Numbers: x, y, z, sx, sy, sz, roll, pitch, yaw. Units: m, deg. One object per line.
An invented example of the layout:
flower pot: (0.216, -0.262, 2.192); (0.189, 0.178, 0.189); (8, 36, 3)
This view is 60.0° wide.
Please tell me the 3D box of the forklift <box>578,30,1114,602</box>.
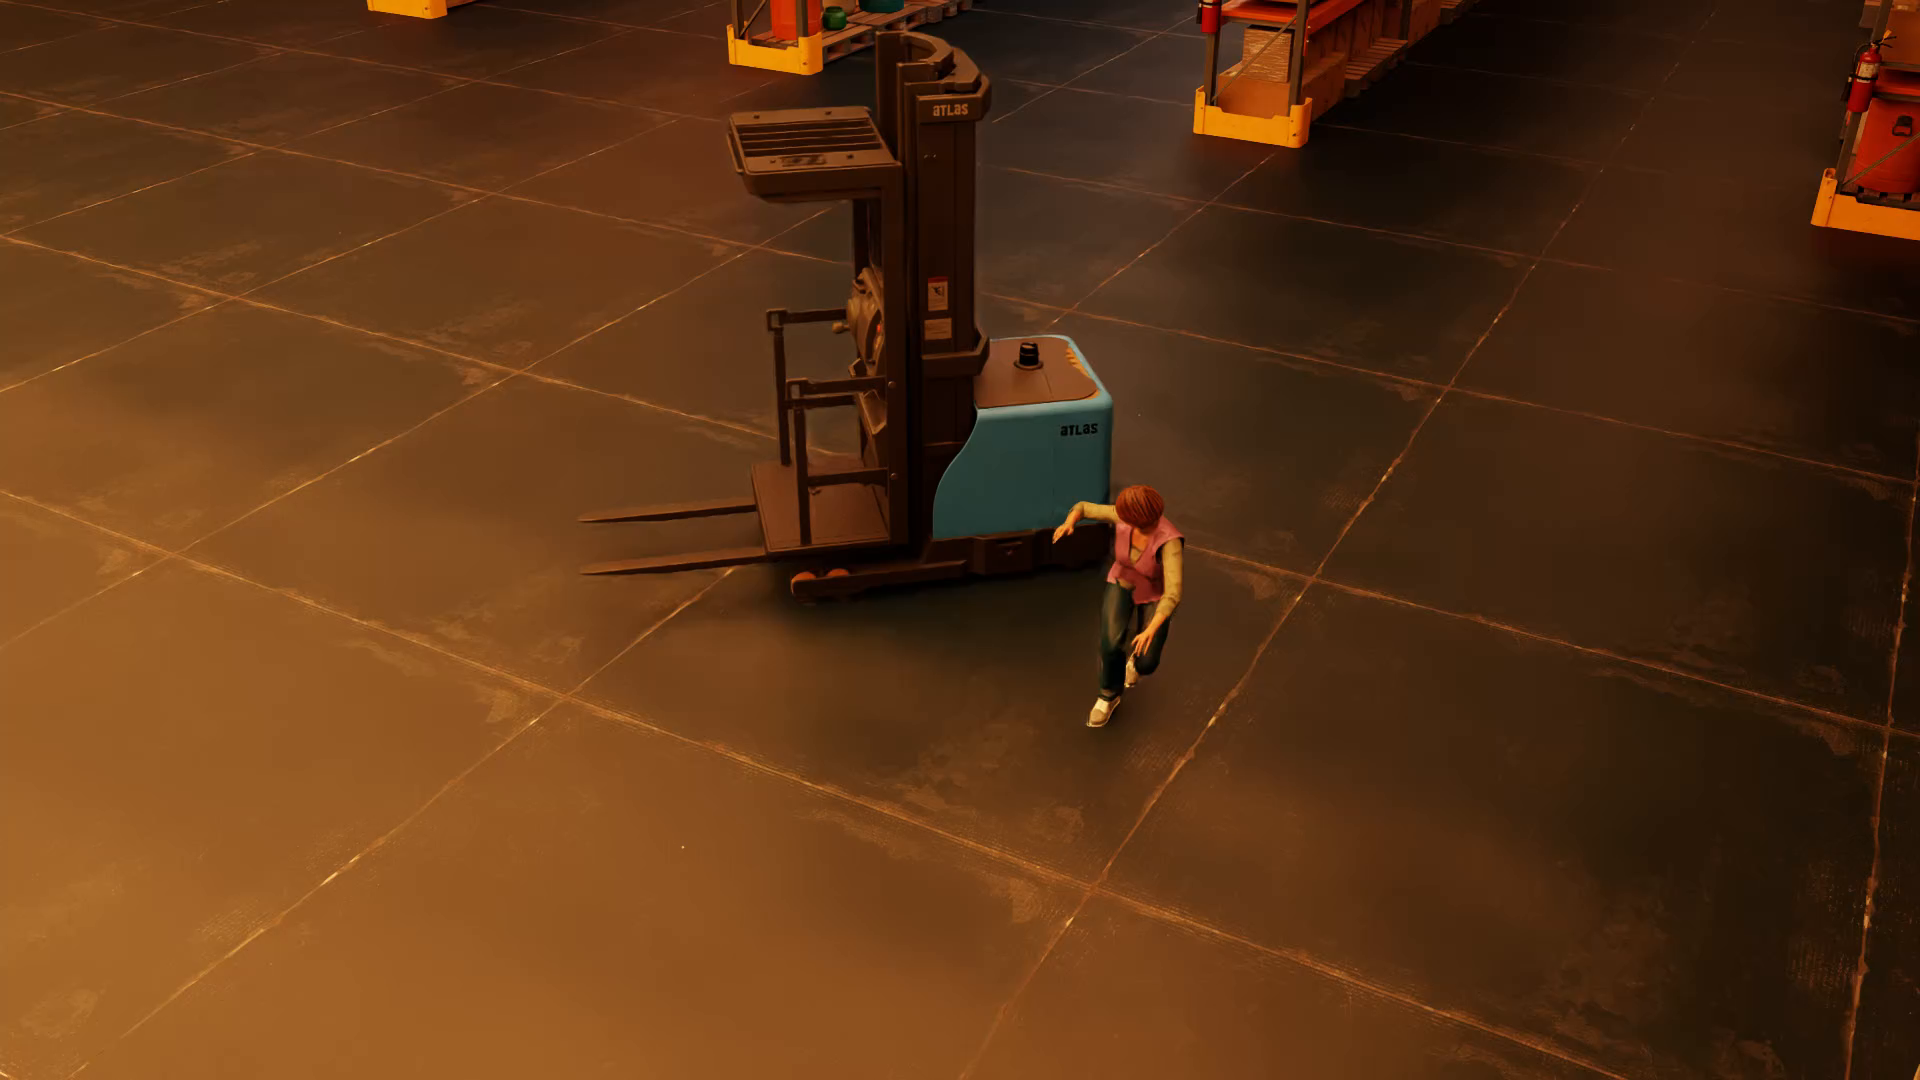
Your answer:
forklift: (-0.698, -1.207, 9.162); (3.031, 2.935, 1.130); (-6, 31, -10)

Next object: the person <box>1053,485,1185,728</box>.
person: (0.773, 0.341, 8.091); (0.652, 1.336, 0.922); (10, 31, 16)
